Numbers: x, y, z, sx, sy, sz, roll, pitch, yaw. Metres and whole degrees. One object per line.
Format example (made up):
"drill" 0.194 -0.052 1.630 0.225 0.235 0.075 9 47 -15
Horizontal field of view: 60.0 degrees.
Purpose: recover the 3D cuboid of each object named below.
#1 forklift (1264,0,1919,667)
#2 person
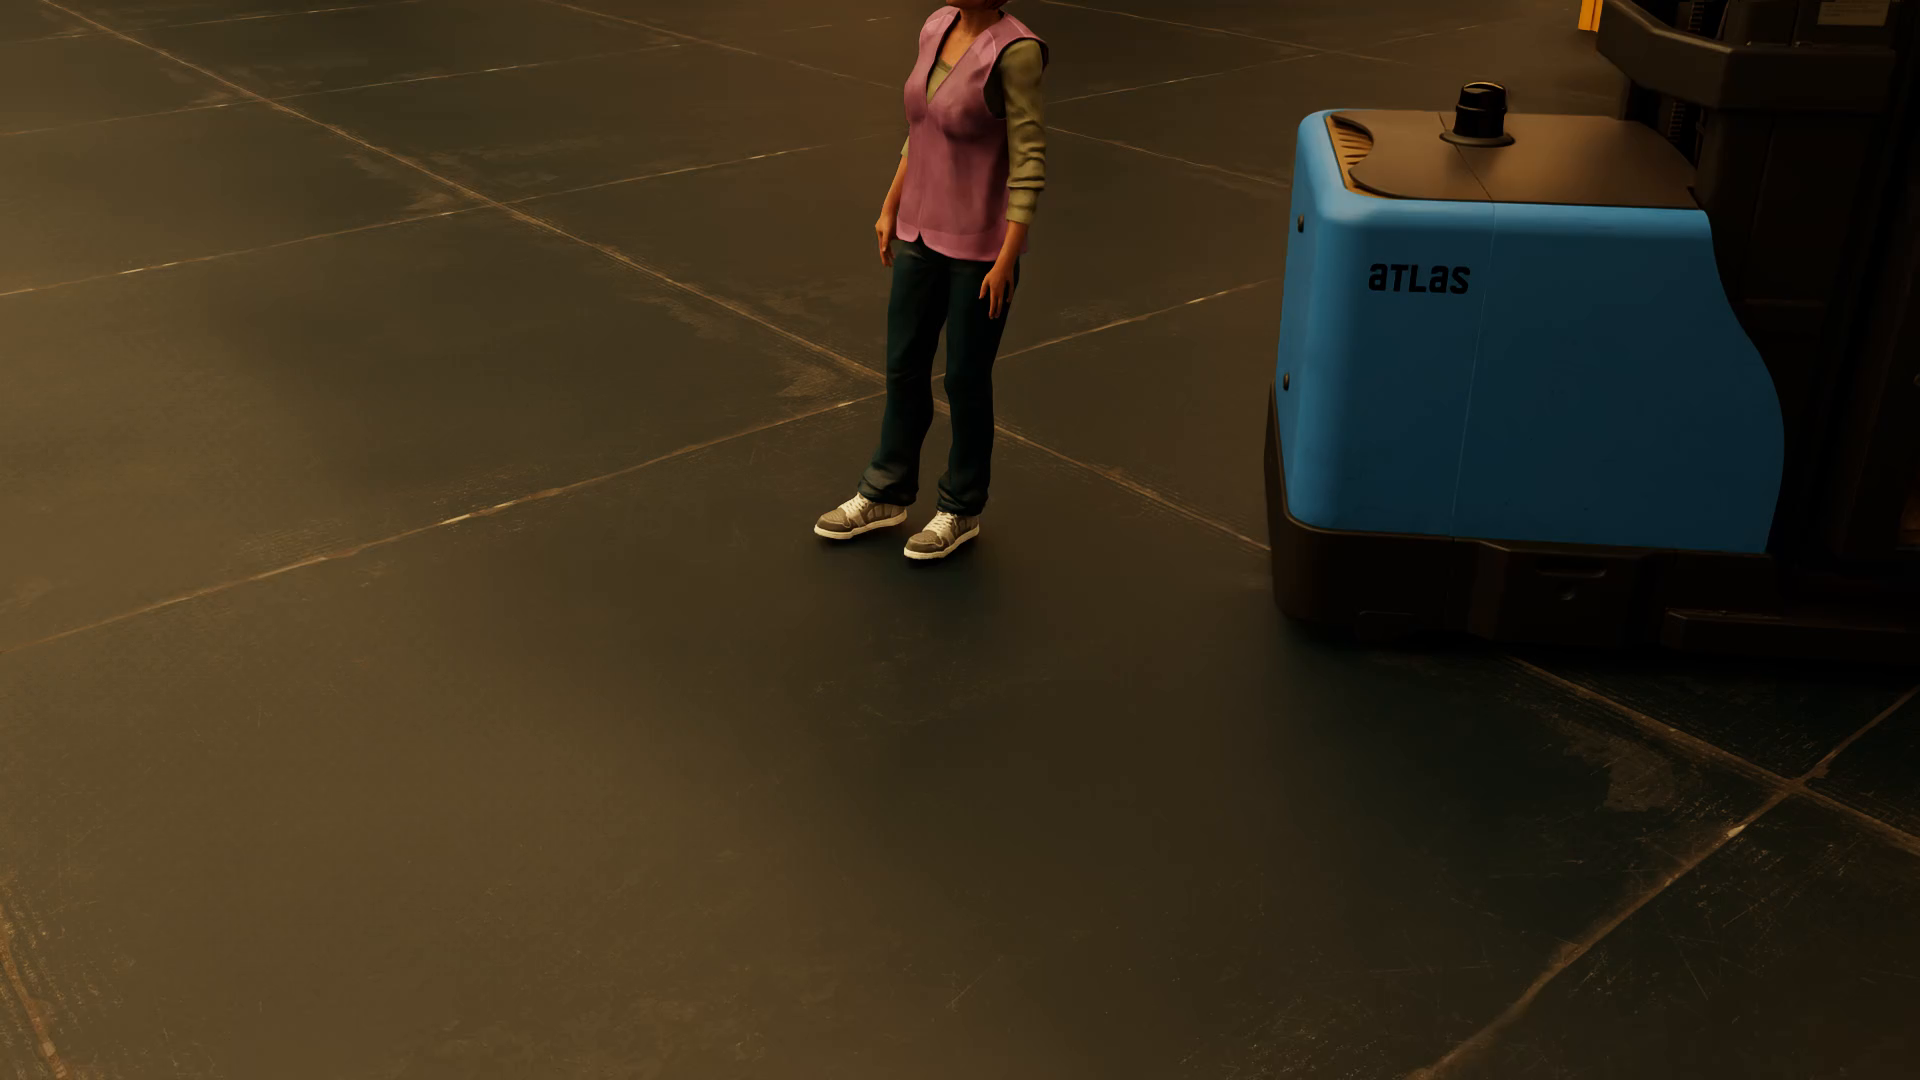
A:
"forklift" 2.323 -1.201 3.624 3.031 2.935 1.130 3 27 7
"person" -0.066 -0.705 4.110 0.474 1.597 0.521 -20 33 -35
